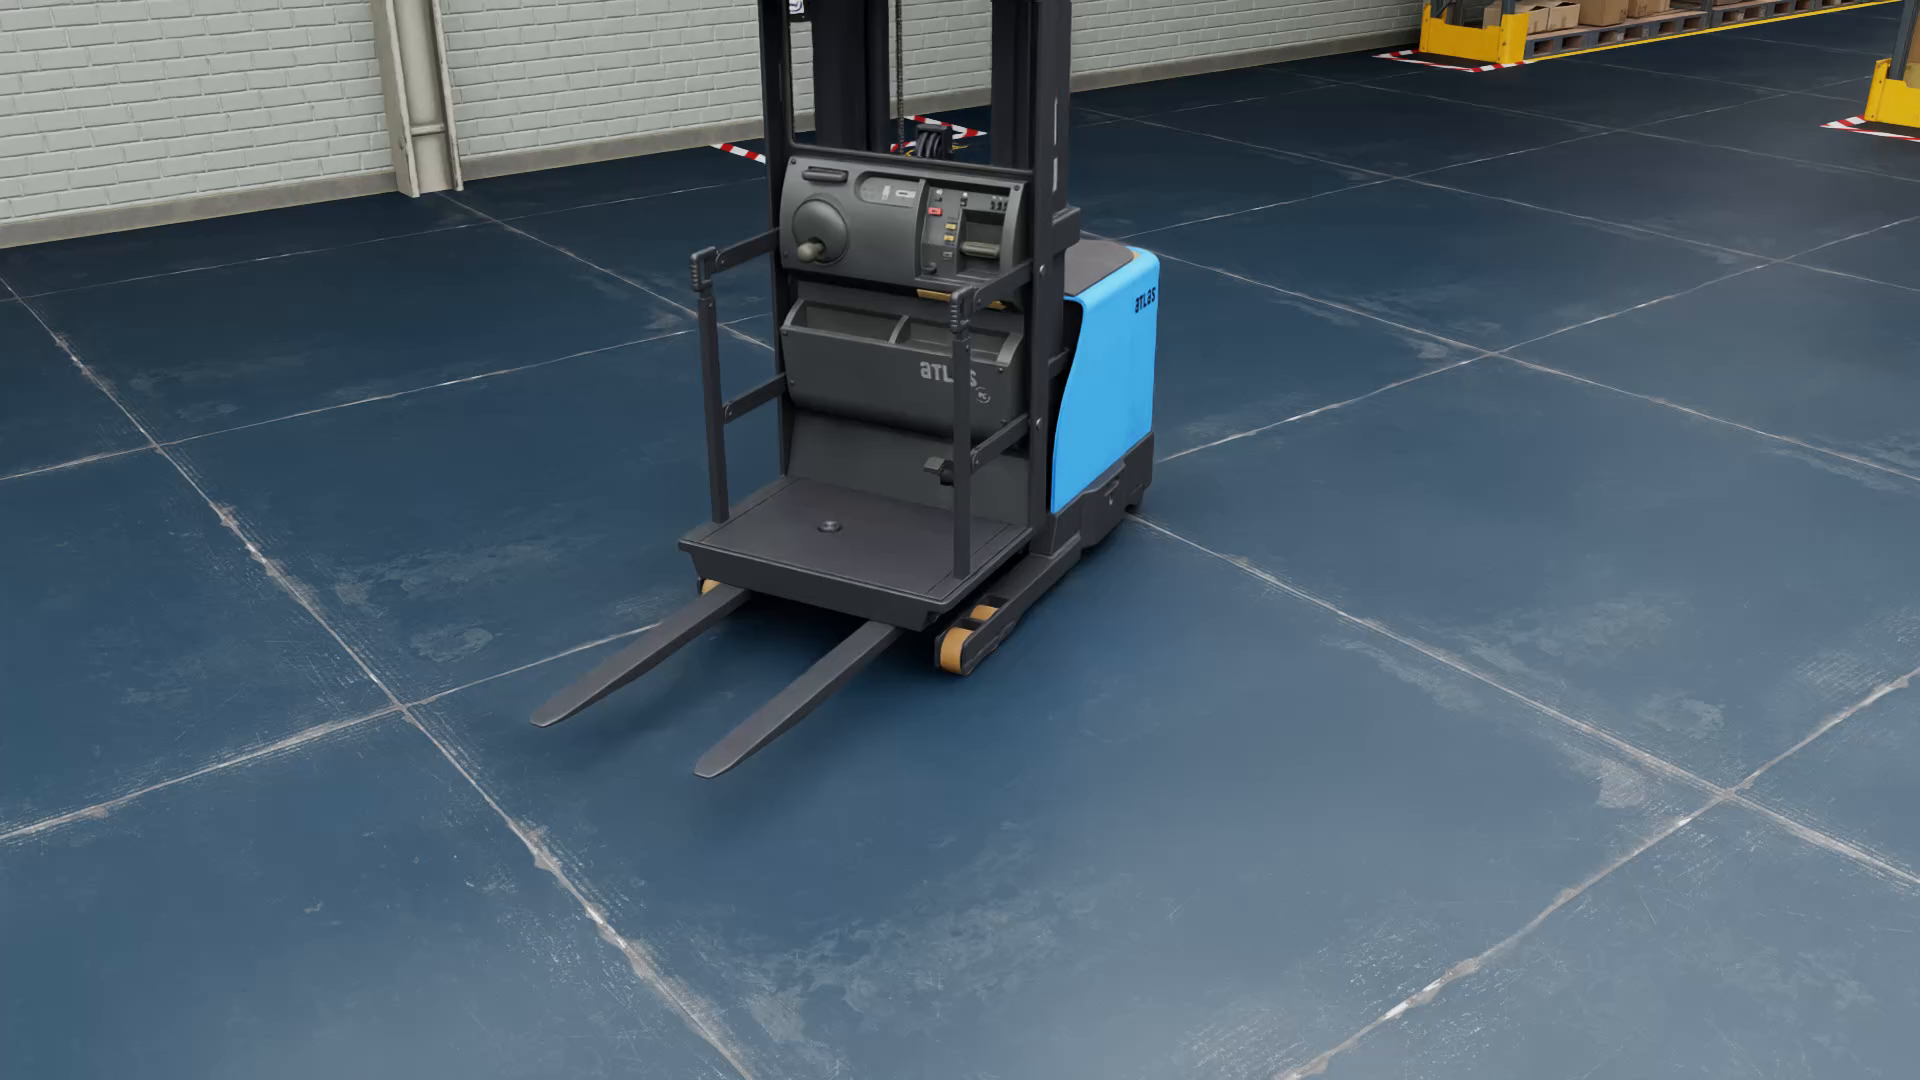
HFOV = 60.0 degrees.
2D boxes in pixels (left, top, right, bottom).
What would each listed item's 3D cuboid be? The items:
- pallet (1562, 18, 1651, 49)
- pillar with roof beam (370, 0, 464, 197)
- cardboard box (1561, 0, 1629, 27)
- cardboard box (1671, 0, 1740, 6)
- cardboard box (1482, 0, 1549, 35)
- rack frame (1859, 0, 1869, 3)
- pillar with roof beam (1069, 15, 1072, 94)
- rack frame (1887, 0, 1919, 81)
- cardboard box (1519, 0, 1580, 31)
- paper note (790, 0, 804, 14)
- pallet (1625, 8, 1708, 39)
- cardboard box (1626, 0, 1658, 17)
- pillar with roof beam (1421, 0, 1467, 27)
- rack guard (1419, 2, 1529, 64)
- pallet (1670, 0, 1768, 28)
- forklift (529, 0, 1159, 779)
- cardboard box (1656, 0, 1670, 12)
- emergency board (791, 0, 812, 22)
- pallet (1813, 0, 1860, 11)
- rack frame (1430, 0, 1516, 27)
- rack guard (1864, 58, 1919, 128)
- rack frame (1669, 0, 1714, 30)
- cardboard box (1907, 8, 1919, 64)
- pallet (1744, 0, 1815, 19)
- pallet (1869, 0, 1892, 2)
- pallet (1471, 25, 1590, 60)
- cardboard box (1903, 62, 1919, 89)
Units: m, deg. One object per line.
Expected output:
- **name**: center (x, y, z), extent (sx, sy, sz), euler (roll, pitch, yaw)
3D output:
- **pallet**: center (7.172, -5.880, 19.169), extent (1.213, 0.211, 1.003), euler (-18, 31, -34)
- **pillar with roof beam**: center (-1.278, -5.257, 7.388), extent (0.400, 9.000, 9.100), euler (-18, 31, -34)
- **cardboard box**: center (7.148, -6.148, 18.881), extent (0.500, 0.500, 0.700), euler (-21, 32, -37)
- **cardboard box**: center (9.208, -6.912, 20.527), extent (0.500, 0.500, 0.700), euler (-17, 30, -32)
- **cardboard box**: center (6.091, -5.740, 18.227), extent (0.500, 0.311, 0.500), euler (-23, 33, -40)
- **rack frame**: center (11.787, -8.689, 21.908), extent (0.127, 3.000, 1.000), euler (-18, 31, -34)
- **pillar with roof beam**: center (3.443, -6.815, 10.746), extent (0.400, 9.000, 9.100), euler (-18, 31, -34)
- **rack frame**: center (8.551, -4.971, 13.897), extent (0.127, 3.000, 1.000), euler (-18, 31, -34)
- **cardboard box**: center (6.540, -5.889, 18.546), extent (0.500, 0.311, 0.500), euler (-15, 29, -30)
- **paper note**: center (-1.363, -4.468, 13.861), extent (0.142, 0.148, 0.016), euler (-18, 31, -34)
- **pallet**: center (8.132, -6.199, 19.855), extent (1.213, 0.211, 1.003), euler (-18, 31, -34)
- **cardboard box**: center (7.847, -6.433, 19.494), extent (0.500, 0.500, 0.500), euler (-21, 32, -38)
- **pillar with roof beam**: center (8.165, -8.374, 14.104), extent (0.400, 9.000, 9.100), euler (-18, 31, -34)
- **rack guard**: center (5.551, -5.496, 17.999), extent (0.348, 0.500, 1.175), euler (-18, 31, -34)
- **pallet**: center (9.251, -6.588, 20.693), extent (1.213, 0.211, 1.003), euler (-18, 31, -34)
- **forklift**: center (-0.310, -1.076, 5.587), extent (1.130, 2.935, 3.031), euler (12, 28, 25)
- **cardboard box**: center (8.237, -6.415, 19.853), extent (0.380, 0.166, 0.250), euler (22, 33, 39)
- **emergency board**: center (-1.181, -4.891, 13.726), extent (0.643, 1.169, 0.194), euler (-18, 31, -34)
- **pallet**: center (11.171, -7.221, 22.059), extent (1.213, 0.211, 1.003), euler (-18, 31, -34)
- **rack frame**: center (5.491, -6.611, 17.431), extent (0.127, 3.000, 1.000), euler (-18, 31, -34)
- **rack guard**: center (8.532, -3.830, 14.410), extent (0.348, 0.500, 1.175), euler (-18, 31, -34)
- **rack frame**: center (8.639, -7.650, 19.670), extent (0.127, 3.000, 1.000), euler (-18, 31, -34)
- **cardboard box**: center (8.789, -4.492, 14.742), extent (0.500, 0.500, 0.500), euler (-18, 31, -34)
- **pallet**: center (10.211, -6.906, 21.380), extent (1.213, 0.211, 1.003), euler (-18, 31, -34)
- **pallet**: center (12.454, -7.604, 22.883), extent (1.213, 0.211, 1.003), euler (-18, 31, -34)
- **pallet**: center (6.212, -5.565, 18.490), extent (1.213, 0.211, 1.003), euler (-18, 31, -34)
- **cardboard box**: center (8.791, -4.151, 14.898), extent (0.500, 0.250, 0.500), euler (-18, 31, -34)
